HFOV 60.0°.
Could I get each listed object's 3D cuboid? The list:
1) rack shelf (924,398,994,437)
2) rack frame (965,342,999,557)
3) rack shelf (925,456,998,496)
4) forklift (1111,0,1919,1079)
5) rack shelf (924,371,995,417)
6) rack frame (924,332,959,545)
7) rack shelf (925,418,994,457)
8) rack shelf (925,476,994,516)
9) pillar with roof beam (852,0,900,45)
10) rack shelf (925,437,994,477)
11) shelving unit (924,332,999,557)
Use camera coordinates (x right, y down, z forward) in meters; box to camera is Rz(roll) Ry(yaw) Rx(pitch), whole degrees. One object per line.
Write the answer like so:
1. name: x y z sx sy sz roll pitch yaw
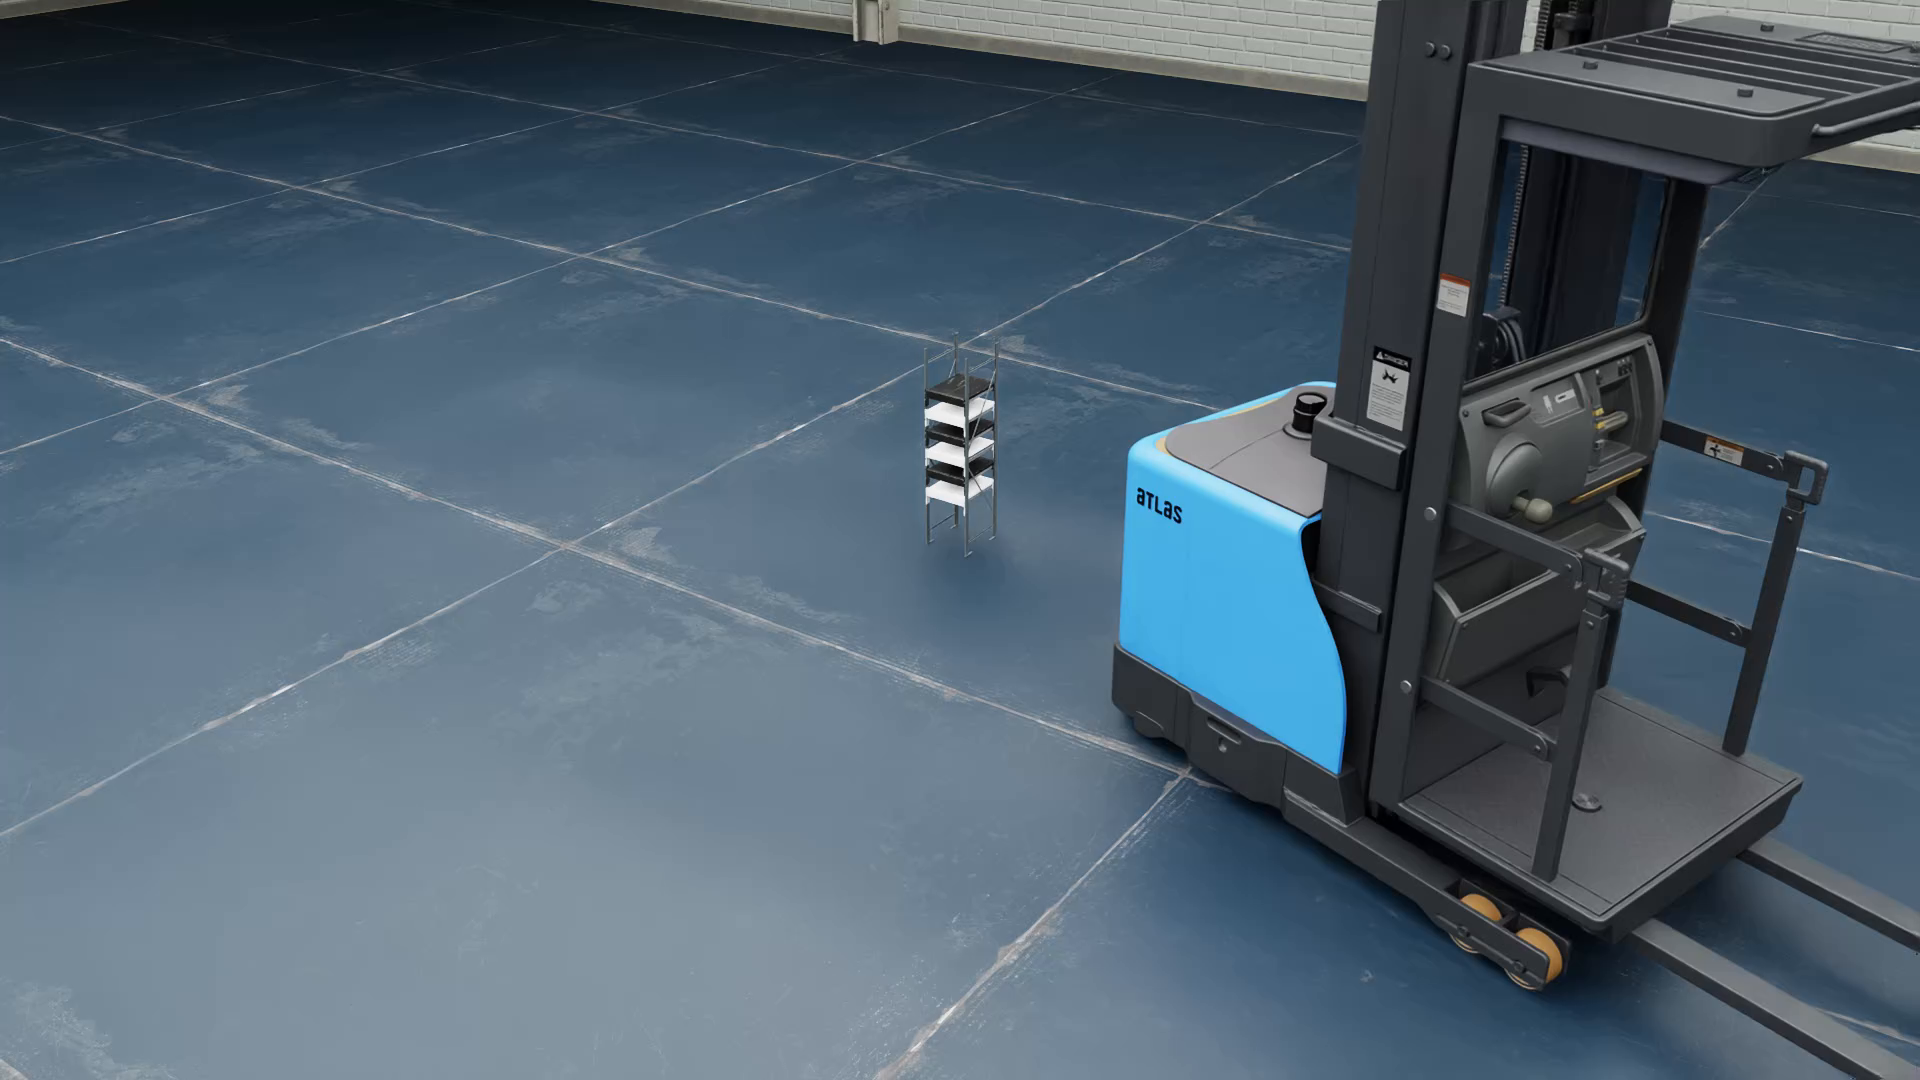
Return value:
1. rack shelf: 0.007 -0.530 6.975 0.200 0.077 0.258 17 32 30
2. rack frame: 0.090 -0.373 6.990 0.006 0.900 0.240 17 32 30
3. rack shelf: 0.007 -0.289 7.098 0.200 0.077 0.258 17 32 30
4. forklift: 1.847 -0.284 4.577 1.130 2.935 3.031 -20 33 -33
5. rack shelf: 0.007 -0.610 6.934 0.200 0.077 0.258 17 32 30
6. rack frame: -0.077 -0.425 7.093 0.006 0.900 0.240 17 32 30
7. rack shelf: 0.007 -0.449 7.016 0.200 0.077 0.258 17 32 30
8. rack shelf: 0.007 -0.209 7.139 0.200 0.077 0.258 17 32 30
9. pillar with roof beam: -3.325 -7.719 12.497 0.400 9.000 9.100 17 32 30
10. rack shelf: 0.007 -0.369 7.057 0.200 0.077 0.258 17 32 30
11. shelving unit: 0.007 -0.399 7.042 0.210 0.900 0.258 17 32 30
